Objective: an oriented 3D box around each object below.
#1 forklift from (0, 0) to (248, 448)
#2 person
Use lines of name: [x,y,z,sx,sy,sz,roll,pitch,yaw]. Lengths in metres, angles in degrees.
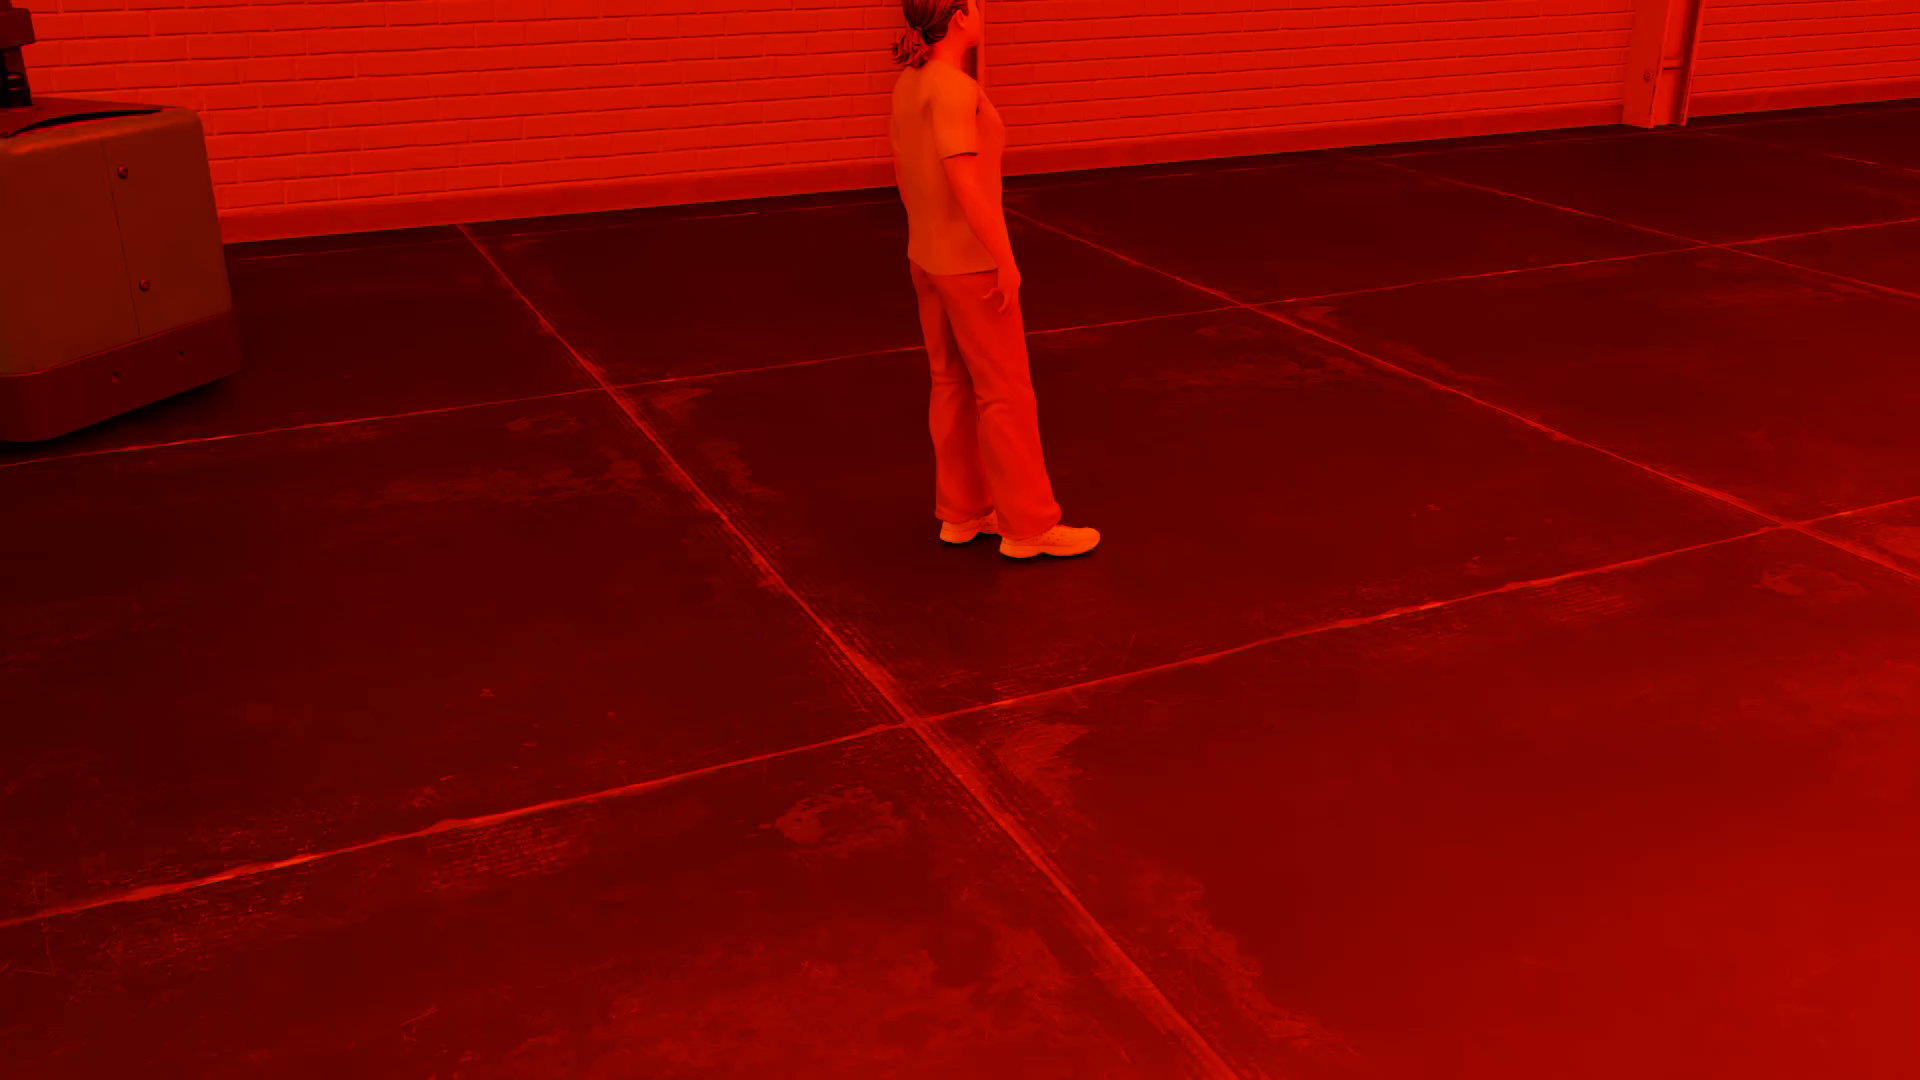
forklift: [-4.376,-2.015,6.137,3.031,2.935,1.130,9,24,20]
person: [0.072,-0.788,4.801,0.549,1.675,0.553,-10,25,-23]
